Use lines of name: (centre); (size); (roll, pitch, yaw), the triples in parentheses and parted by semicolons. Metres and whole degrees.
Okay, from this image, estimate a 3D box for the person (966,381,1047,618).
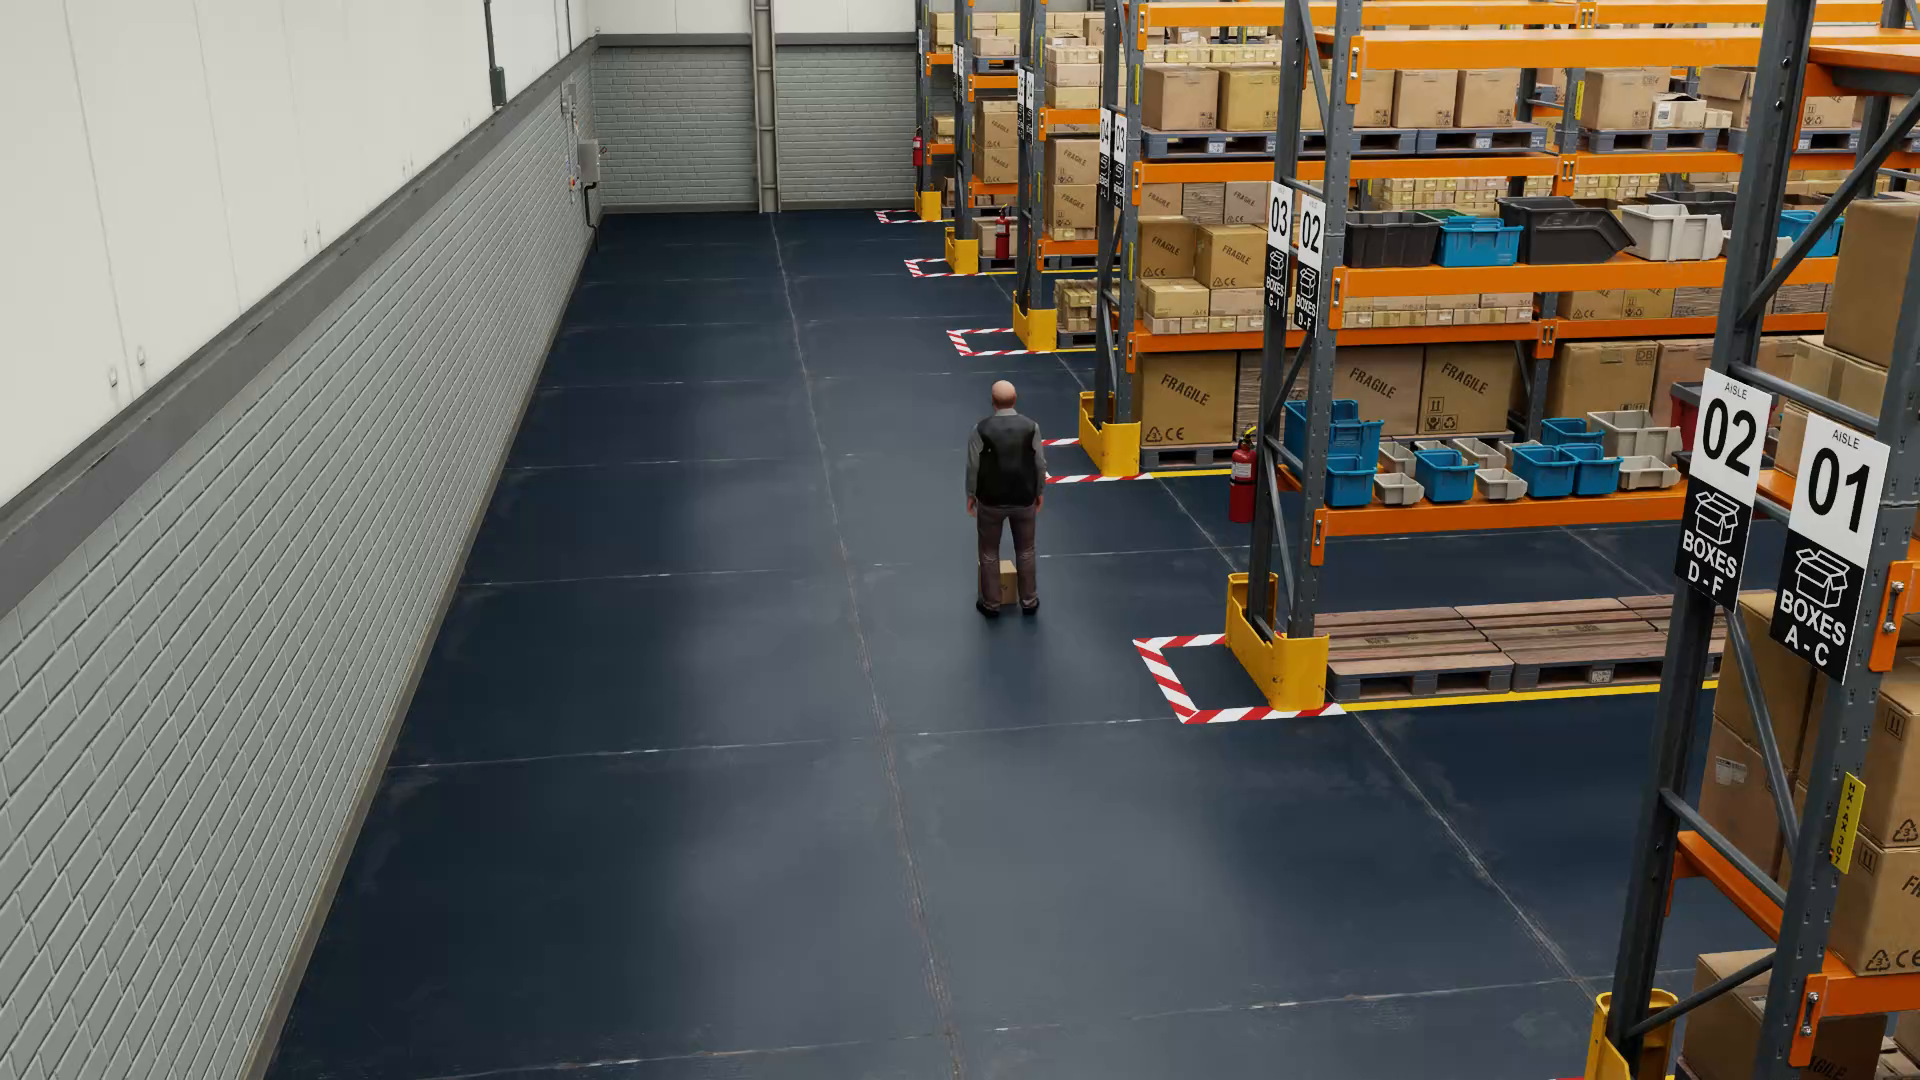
person: (0.330, -0.281, 11.885); (0.580, 1.721, 0.417); (-3, 20, -7)
